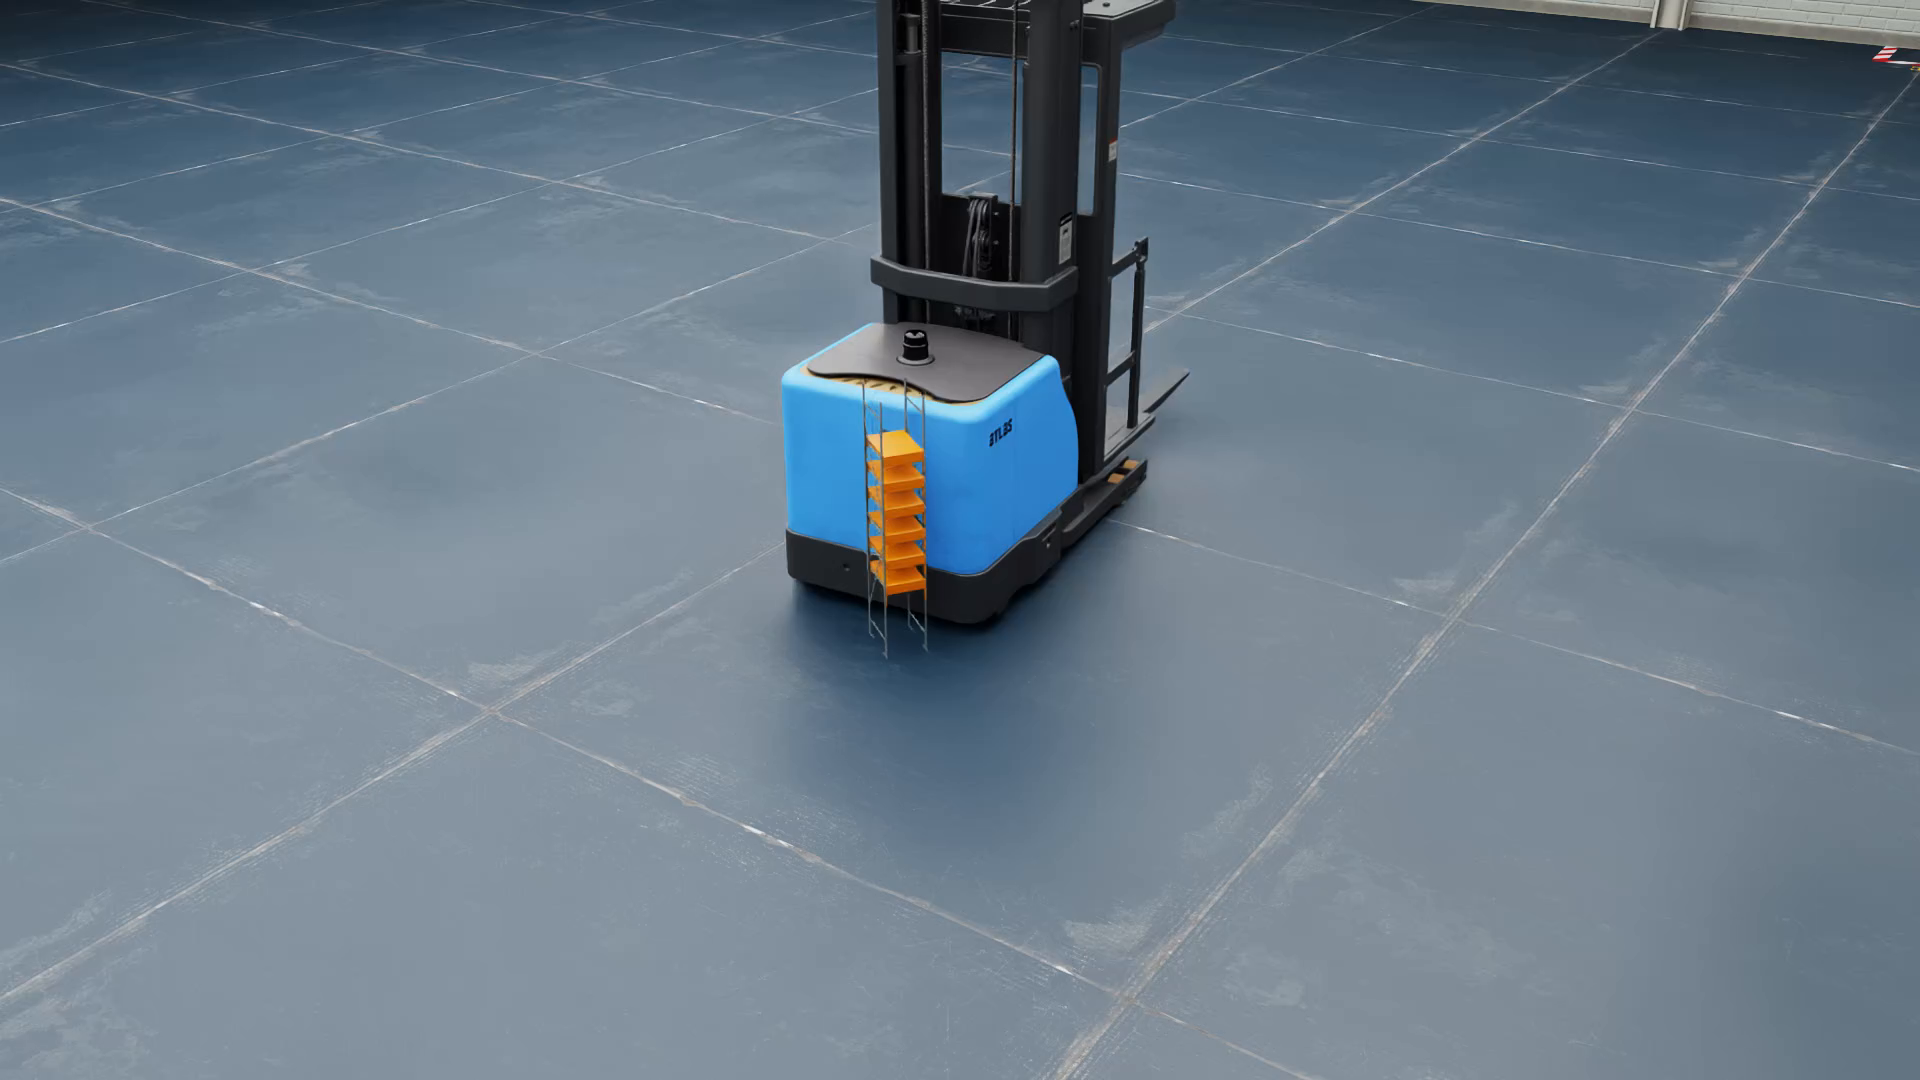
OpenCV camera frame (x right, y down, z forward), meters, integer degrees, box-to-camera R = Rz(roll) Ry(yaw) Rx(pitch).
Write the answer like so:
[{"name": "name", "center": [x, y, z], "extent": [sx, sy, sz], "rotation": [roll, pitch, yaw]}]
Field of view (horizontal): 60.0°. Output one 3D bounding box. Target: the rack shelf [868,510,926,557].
[{"name": "rack shelf", "center": [-0.275, -0.043, 7.109], "extent": [0.180, 0.103, 0.258], "rotation": [-10, 29, -19]}]

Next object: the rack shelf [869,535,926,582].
[{"name": "rack shelf", "center": [-0.275, 0.064, 7.163], "extent": [0.180, 0.103, 0.258], "rotation": [-10, 29, -19]}]

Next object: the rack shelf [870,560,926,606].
[{"name": "rack shelf", "center": [-0.275, 0.171, 7.218], "extent": [0.180, 0.103, 0.258], "rotation": [-10, 29, -19]}]

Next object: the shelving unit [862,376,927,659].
[{"name": "shelving unit", "center": [-0.275, -0.082, 7.089], "extent": [0.189, 1.200, 0.258], "rotation": [-10, 29, -19]}]

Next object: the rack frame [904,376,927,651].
[{"name": "rack frame", "center": [-0.190, -0.097, 7.118], "extent": [0.006, 1.200, 0.240], "rotation": [-10, 29, -19]}]

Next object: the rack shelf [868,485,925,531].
[{"name": "rack shelf", "center": [-0.275, -0.150, 7.054], "extent": [0.180, 0.103, 0.258], "rotation": [-10, 29, -19]}]

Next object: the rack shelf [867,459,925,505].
[{"name": "rack shelf", "center": [-0.275, -0.257, 7.000], "extent": [0.180, 0.103, 0.258], "rotation": [-10, 29, -19]}]

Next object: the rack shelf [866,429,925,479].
[{"name": "rack shelf", "center": [-0.275, -0.364, 6.946], "extent": [0.180, 0.103, 0.258], "rotation": [-10, 29, -19]}]

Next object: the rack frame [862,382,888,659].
[{"name": "rack frame", "center": [-0.360, -0.067, 7.059], "extent": [0.006, 1.200, 0.240], "rotation": [-10, 29, -19]}]

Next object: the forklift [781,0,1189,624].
[{"name": "forklift", "center": [0.332, -1.571, 8.106], "extent": [1.130, 2.935, 3.031], "rotation": [14, 30, 25]}]

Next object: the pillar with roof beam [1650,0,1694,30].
[{"name": "pillar with roof beam", "center": [6.499, -8.866, 15.749], "extent": [0.400, 9.000, 9.100], "rotation": [17, 32, 30]}]
